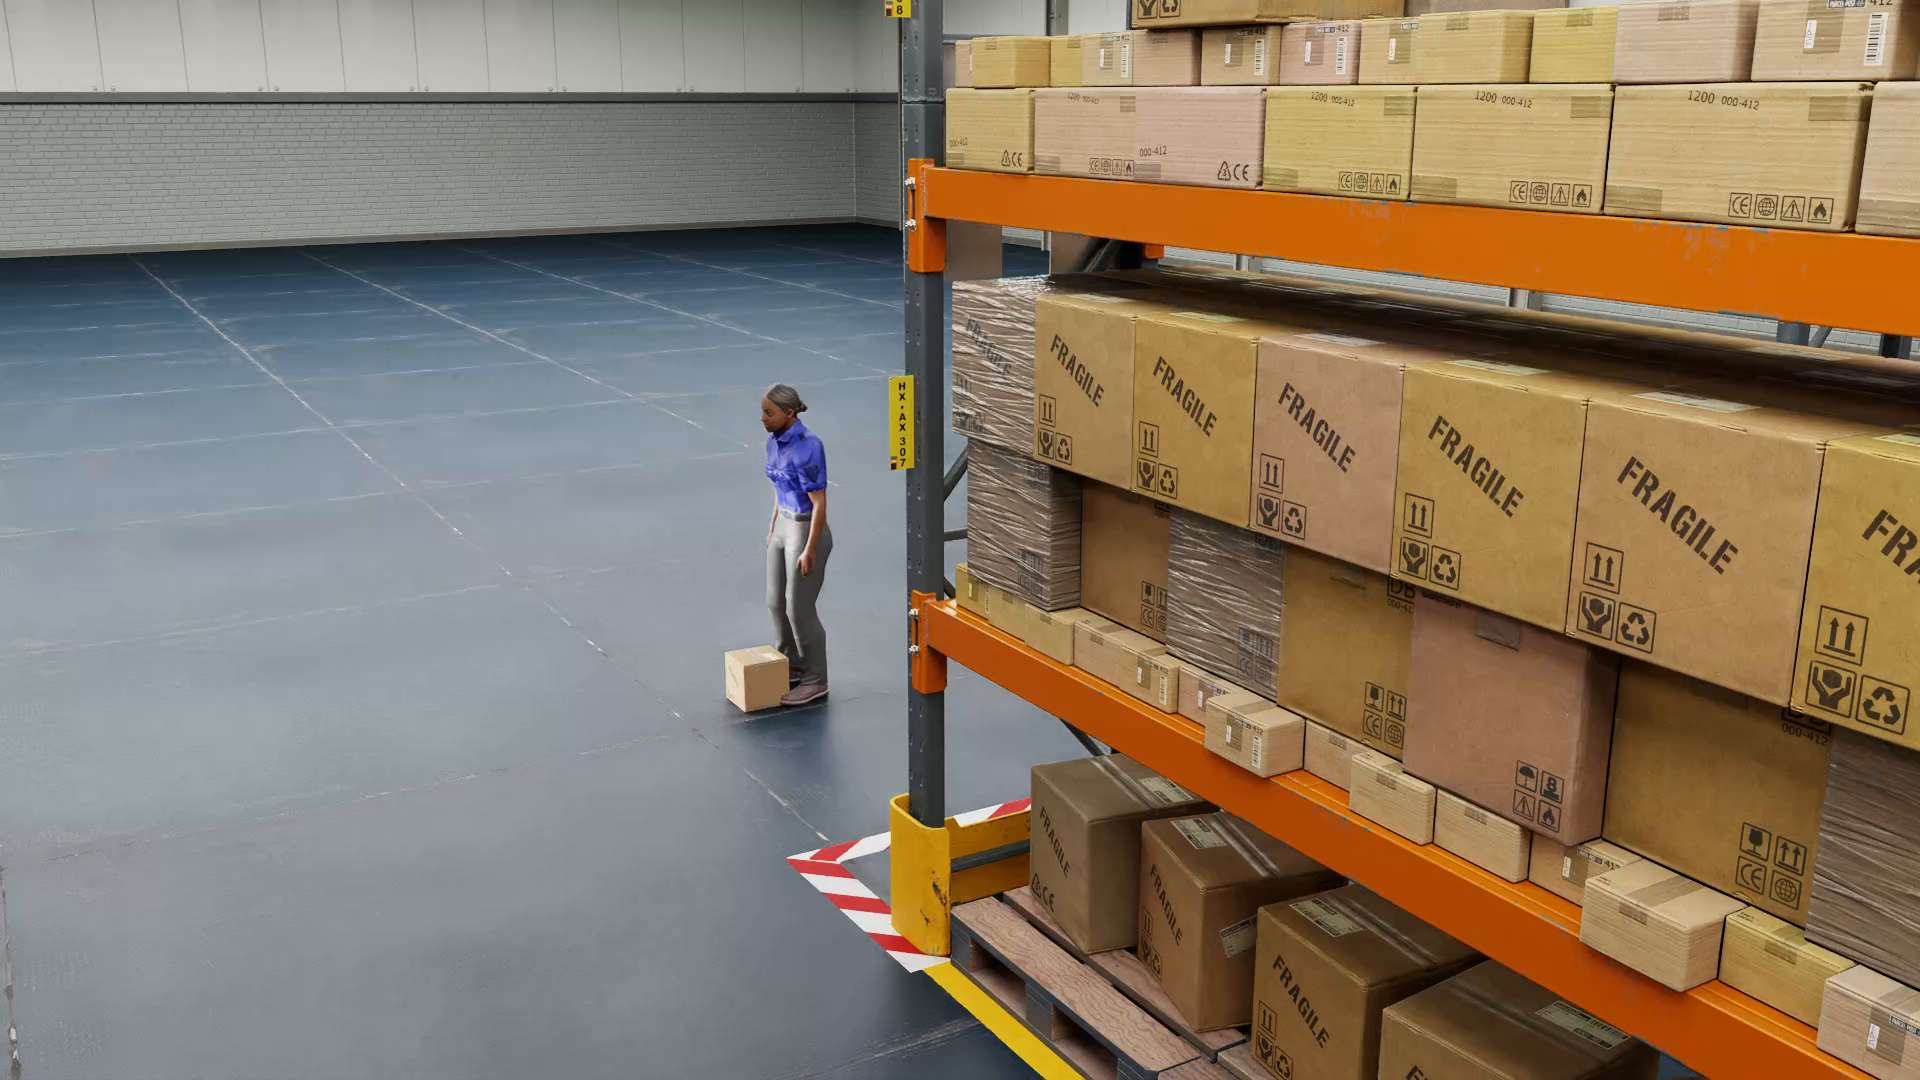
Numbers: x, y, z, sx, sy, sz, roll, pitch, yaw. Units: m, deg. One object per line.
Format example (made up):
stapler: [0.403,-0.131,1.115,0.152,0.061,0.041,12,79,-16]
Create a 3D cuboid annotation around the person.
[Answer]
person: [-0.852,0.000,8.528,0.349,1.654,0.503,-9,17,-30]
